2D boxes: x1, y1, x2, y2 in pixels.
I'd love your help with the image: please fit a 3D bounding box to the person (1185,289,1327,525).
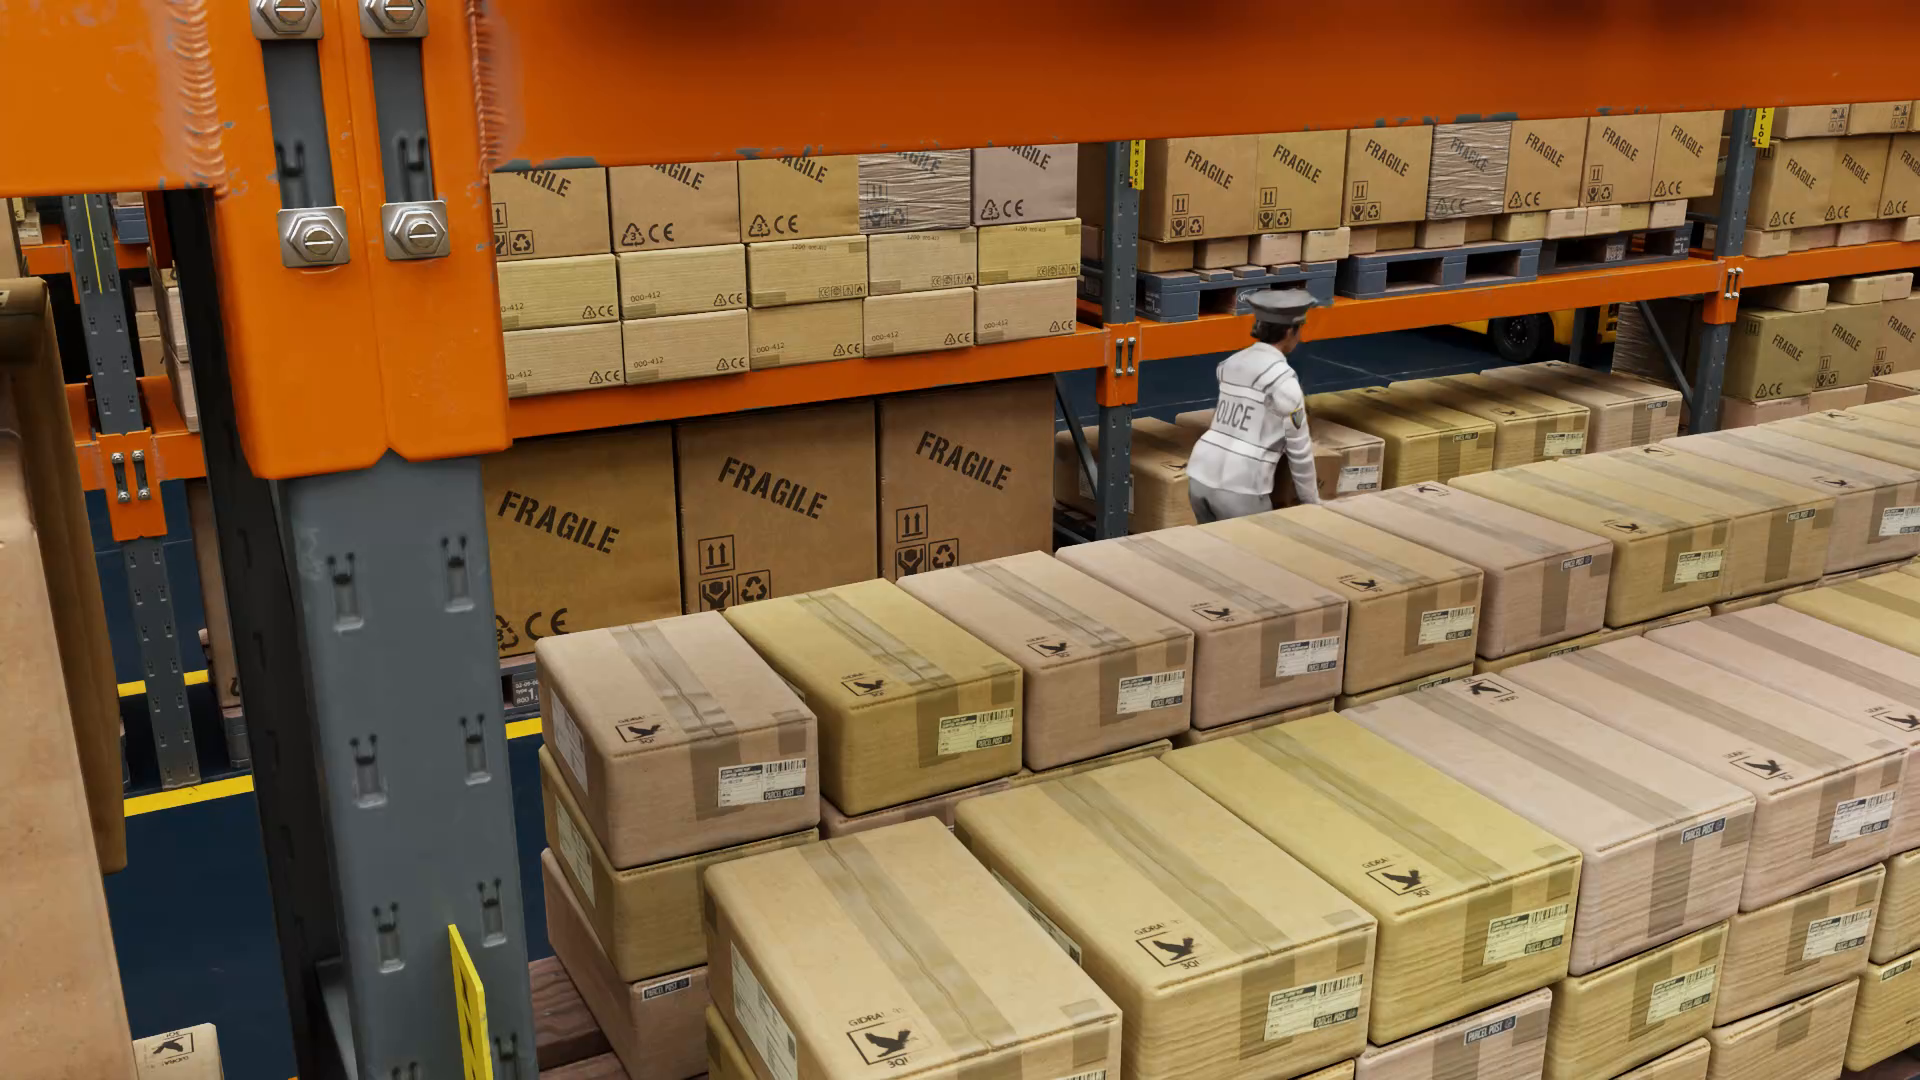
[{"bbox_3d":[1.174,-0.184,6.674,0.560,1.630,0.411,-10,21,-28],"label":"person"}]
